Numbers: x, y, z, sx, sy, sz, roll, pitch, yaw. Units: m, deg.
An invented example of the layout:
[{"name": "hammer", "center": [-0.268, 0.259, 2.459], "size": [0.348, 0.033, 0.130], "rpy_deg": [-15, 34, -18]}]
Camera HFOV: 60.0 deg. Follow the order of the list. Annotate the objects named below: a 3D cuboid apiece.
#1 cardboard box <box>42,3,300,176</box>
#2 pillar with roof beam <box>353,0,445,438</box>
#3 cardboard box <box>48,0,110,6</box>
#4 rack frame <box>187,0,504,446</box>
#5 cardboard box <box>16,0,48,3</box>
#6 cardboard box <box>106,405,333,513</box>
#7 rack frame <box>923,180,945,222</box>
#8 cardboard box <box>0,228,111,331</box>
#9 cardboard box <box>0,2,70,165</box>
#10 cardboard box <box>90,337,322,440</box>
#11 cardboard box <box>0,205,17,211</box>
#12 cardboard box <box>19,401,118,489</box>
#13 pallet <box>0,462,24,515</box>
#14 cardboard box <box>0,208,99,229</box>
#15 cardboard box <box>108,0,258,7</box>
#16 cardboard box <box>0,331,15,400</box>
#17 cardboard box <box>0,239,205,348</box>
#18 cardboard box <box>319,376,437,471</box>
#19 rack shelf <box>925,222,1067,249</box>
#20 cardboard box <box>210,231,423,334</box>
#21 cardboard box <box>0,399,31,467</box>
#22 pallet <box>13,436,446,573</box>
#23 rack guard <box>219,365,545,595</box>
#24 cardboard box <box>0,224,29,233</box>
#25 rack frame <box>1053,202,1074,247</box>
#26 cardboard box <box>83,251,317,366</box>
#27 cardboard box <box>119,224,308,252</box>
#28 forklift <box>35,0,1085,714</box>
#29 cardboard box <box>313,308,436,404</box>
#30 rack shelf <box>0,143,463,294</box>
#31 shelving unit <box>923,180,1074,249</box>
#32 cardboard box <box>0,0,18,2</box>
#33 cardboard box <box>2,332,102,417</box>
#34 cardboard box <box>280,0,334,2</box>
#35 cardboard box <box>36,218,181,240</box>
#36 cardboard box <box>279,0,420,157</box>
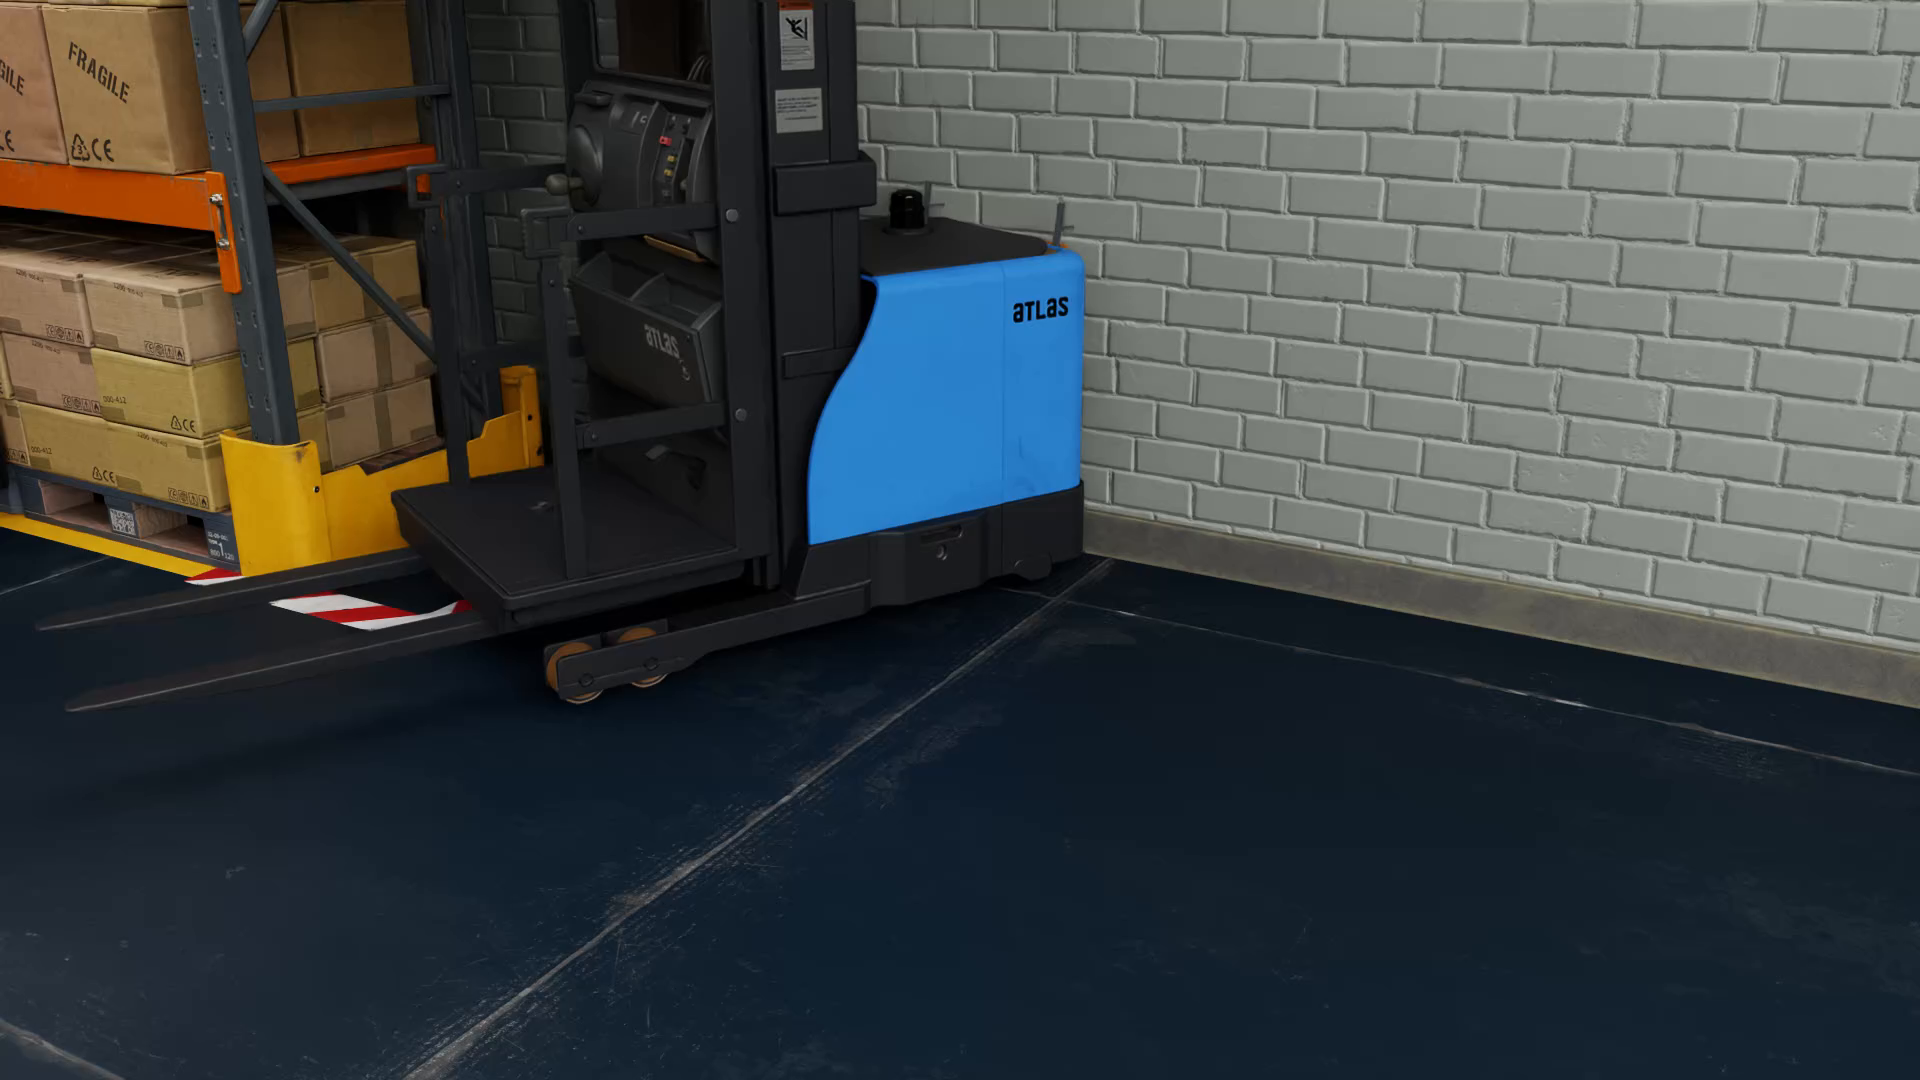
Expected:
[{"name": "cardboard box", "center": [-2.549, -1.480, 5.399], "size": [0.500, 0.500, 0.500], "rpy_deg": [10, 22, 26]}, {"name": "pillar with roof beam", "center": [-4.259, -3.352, 1.909], "size": [0.400, 9.000, 9.100], "rpy_deg": [11, 23, 27]}, {"name": "cardboard box", "center": [-2.668, -1.789, 5.300], "size": [0.250, 0.149, 0.380], "rpy_deg": [11, 23, 28]}, {"name": "rack frame", "center": [-1.991, -1.429, 5.406], "size": [0.127, 3.000, 1.000], "rpy_deg": [11, 23, 27]}, {"name": "cardboard box", "center": [-2.865, -1.850, 5.469], "size": [0.250, 0.149, 0.380], "rpy_deg": [11, 23, 28]}, {"name": "cardboard box", "center": [-2.555, -0.318, 5.760], "size": [0.500, 0.250, 0.500], "rpy_deg": [11, 23, 28]}, {"name": "rack frame", "center": [-0.120, -0.642, 5.776], "size": [0.015, 1.200, 0.240], "rpy_deg": [15, 19, 25]}, {"name": "cardboard box", "center": [-3.439, -0.952, 6.040], "size": [0.500, 0.250, 0.500], "rpy_deg": [11, 23, 28]}, {"name": "cardboard box", "center": [-2.997, -1.569, 5.645], "size": [0.500, 0.500, 0.500], "rpy_deg": [12, 23, 29]}, {"name": "cardboard box", "center": [-2.569, -0.557, 5.685], "size": [0.500, 0.250, 0.500], "rpy_deg": [10, 22, 27]}, {"name": "cardboard box", "center": [-4.075, -1.277, 6.937], "size": [0.500, 0.250, 0.500], "rpy_deg": [11, 23, 28]}, {"name": "cardboard box", "center": [-2.985, -0.404, 5.995], "size": [0.500, 0.250, 0.500], "rpy_deg": [11, 23, 27]}, {"name": "pallet", "center": [-3.740, -0.436, 6.758], "size": [1.213, 0.211, 1.003], "rpy_deg": [11, 23, 27]}, {"name": "cardboard box", "center": [-3.632, -1.196, 6.713], "size": [0.500, 0.250, 0.500], "rpy_deg": [10, 22, 26]}, {"name": "cardboard box", "center": [-2.431, -1.755, 5.207], "size": [0.250, 0.149, 0.380], "rpy_deg": [11, 23, 28]}, {"name": "cardboard box", "center": [-3.462, -0.723, 6.143], "size": [0.500, 0.250, 0.500], "rpy_deg": [10, 22, 26]}, {"name": "cardboard box", "center": [-2.994, -0.871, 5.817], "size": [0.500, 0.250, 0.500], "rpy_deg": [11, 23, 28]}, {"name": "cardboard box", "center": [-2.325, -0.474, 6.189], "size": [0.500, 0.250, 0.500], "rpy_deg": [11, 23, 28]}, {"name": "rack shelf", "center": [0.138, -0.958, 5.558], "size": [0.480, 0.148, 0.258], "rpy_deg": [15, 19, 25]}, {"name": "cardboard box", "center": [-2.318, -0.940, 6.009], "size": [0.500, 0.250, 0.500], "rpy_deg": [10, 22, 26]}, {"name": "cardboard box", "center": [-3.417, -0.489, 6.232], "size": [0.500, 0.250, 0.500], "rpy_deg": [11, 23, 28]}, {"name": "pallet", "center": [-2.679, -0.233, 6.198], "size": [1.213, 0.211, 1.003], "rpy_deg": [11, 23, 27]}, {"name": "rack guard", "center": [-1.970, -0.250, 5.821], "size": [0.348, 0.500, 1.175], "rpy_deg": [11, 23, 27]}, {"name": "cardboard box", "center": [-3.878, -1.038, 6.279], "size": [0.500, 0.250, 0.500], "rpy_deg": [10, 22, 26]}, {"name": "rack frame", "center": [0.306, -0.527, 5.568], "size": [0.015, 1.200, 0.240], "rpy_deg": [15, 19, 25]}, {"name": "cardboard box", "center": [-2.545, -0.788, 5.588], "size": [0.500, 0.250, 0.500], "rpy_deg": [12, 23, 29]}, {"name": "cardboard box", "center": [-2.756, -1.022, 6.235], "size": [0.500, 0.250, 0.500], "rpy_deg": [11, 23, 27]}, {"name": "forklift", "center": [-1.101, -1.129, 4.679], "size": [3.031, 2.935, 1.130], "rpy_deg": [-13, 24, -31]}, {"name": "cardboard box", "center": [-2.300, -0.709, 6.104], "size": [0.500, 0.250, 0.500], "rpy_deg": [11, 23, 28]}, {"name": "rack shelf", "center": [-3.737, -1.424, 6.446], "size": [4.000, 0.370, 1.077], "rpy_deg": [11, 23, 27]}, {"name": "shelving unit", "center": [0.093, -0.585, 5.672], "size": [0.503, 1.200, 0.258], "rpy_deg": [15, 19, 25]}, {"name": "cardboard box", "center": [-3.076, -1.895, 5.592], "size": [0.250, 0.149, 0.380], "rpy_deg": [11, 22, 27]}, {"name": "cardboard box", "center": [-3.001, -0.643, 5.923], "size": [0.500, 0.250, 0.500], "rpy_deg": [11, 22, 27]}, {"name": "cardboard box", "center": [-2.161, -1.915, 5.647], "size": [0.250, 0.149, 0.380], "rpy_deg": [10, 22, 26]}, {"name": "cardboard box", "center": [-3.188, -1.109, 6.473], "size": [0.500, 0.250, 0.500], "rpy_deg": [11, 22, 27]}, {"name": "cardboard box", "center": [-2.288, -1.641, 5.844], "size": [0.500, 0.500, 0.500], "rpy_deg": [12, 23, 29]}]
